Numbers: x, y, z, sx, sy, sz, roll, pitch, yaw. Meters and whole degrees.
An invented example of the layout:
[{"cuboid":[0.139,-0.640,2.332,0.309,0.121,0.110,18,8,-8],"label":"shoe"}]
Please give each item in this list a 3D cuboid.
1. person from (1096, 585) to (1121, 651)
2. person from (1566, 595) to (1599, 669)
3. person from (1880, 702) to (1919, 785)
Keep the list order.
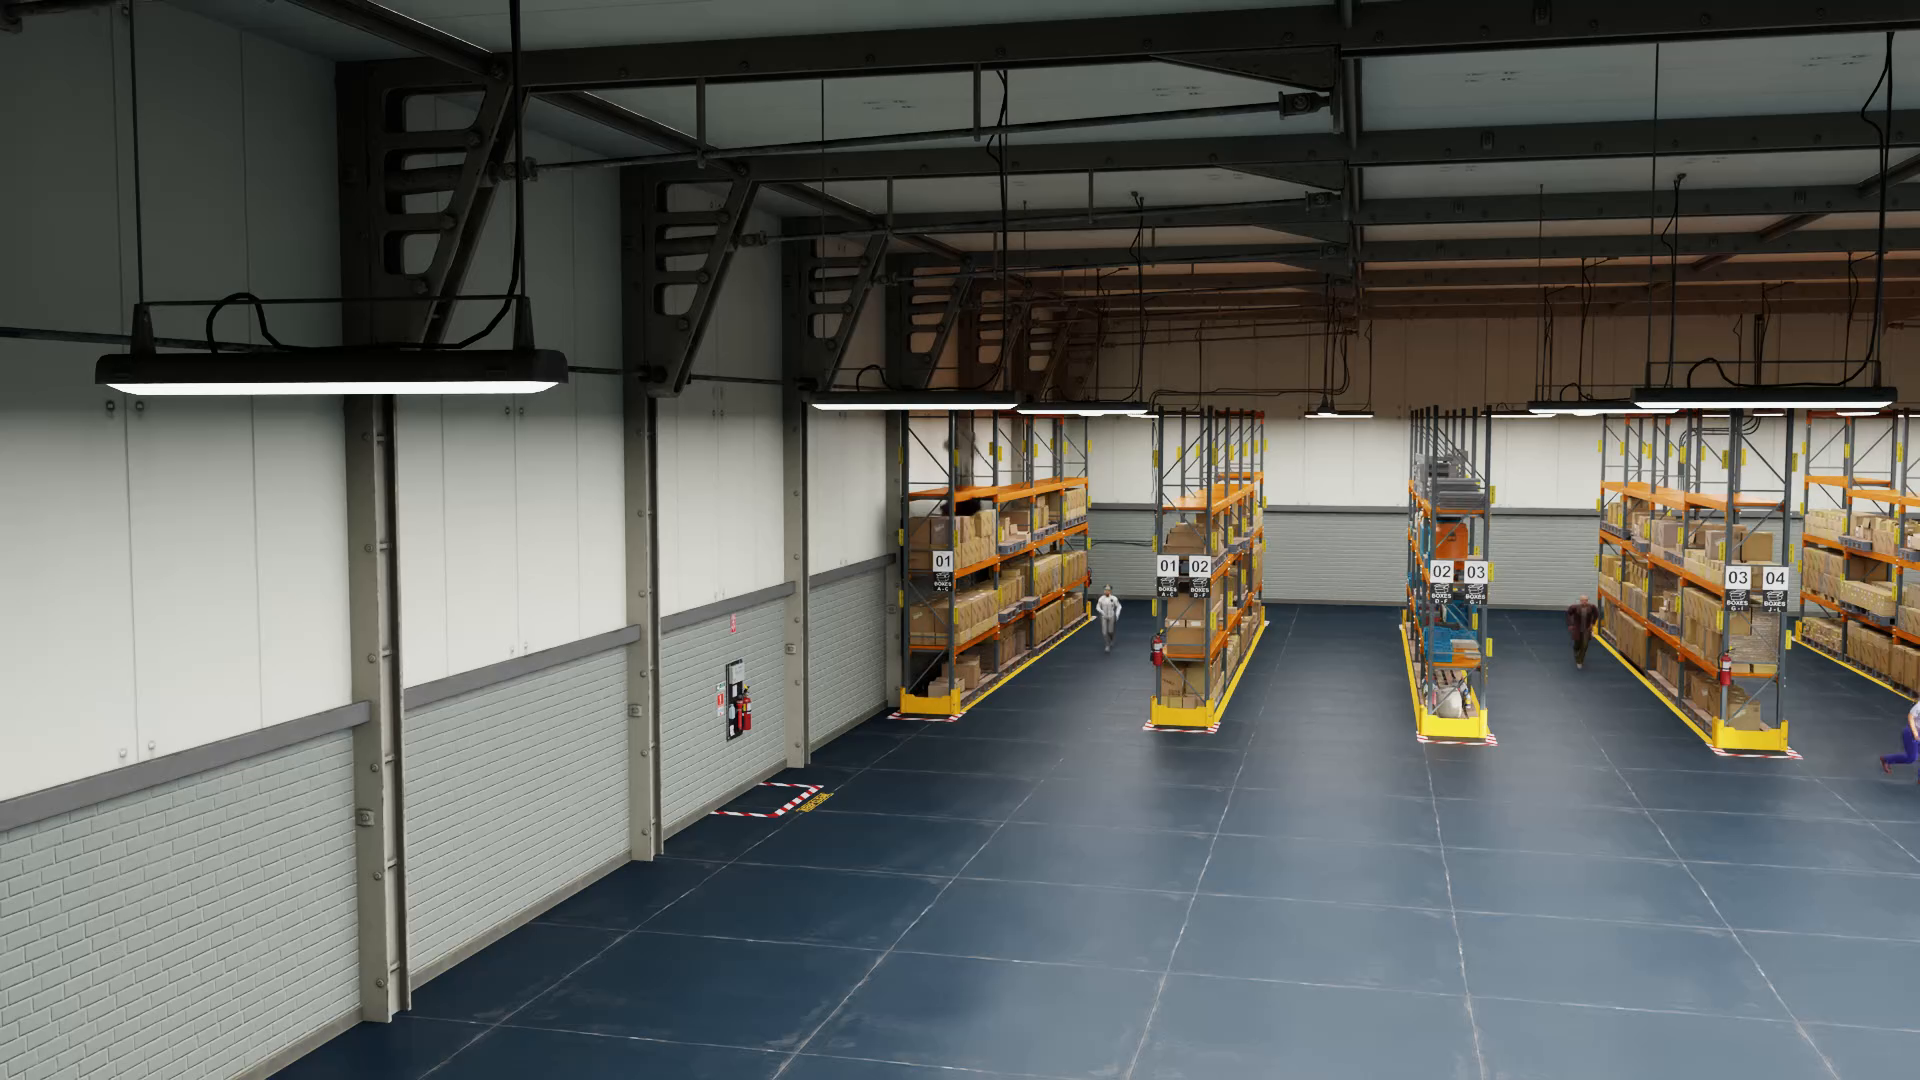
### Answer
[{"cuboid":[3.673,1.938,41.306,0.604,1.654,0.530,1,4,12],"label":"person"},{"cuboid":[14.489,2.110,38.792,0.712,1.726,0.879,1,4,8],"label":"person"},{"cuboid":[14.973,3.094,26.159,0.611,1.596,0.881,-3,5,-39],"label":"person"}]
